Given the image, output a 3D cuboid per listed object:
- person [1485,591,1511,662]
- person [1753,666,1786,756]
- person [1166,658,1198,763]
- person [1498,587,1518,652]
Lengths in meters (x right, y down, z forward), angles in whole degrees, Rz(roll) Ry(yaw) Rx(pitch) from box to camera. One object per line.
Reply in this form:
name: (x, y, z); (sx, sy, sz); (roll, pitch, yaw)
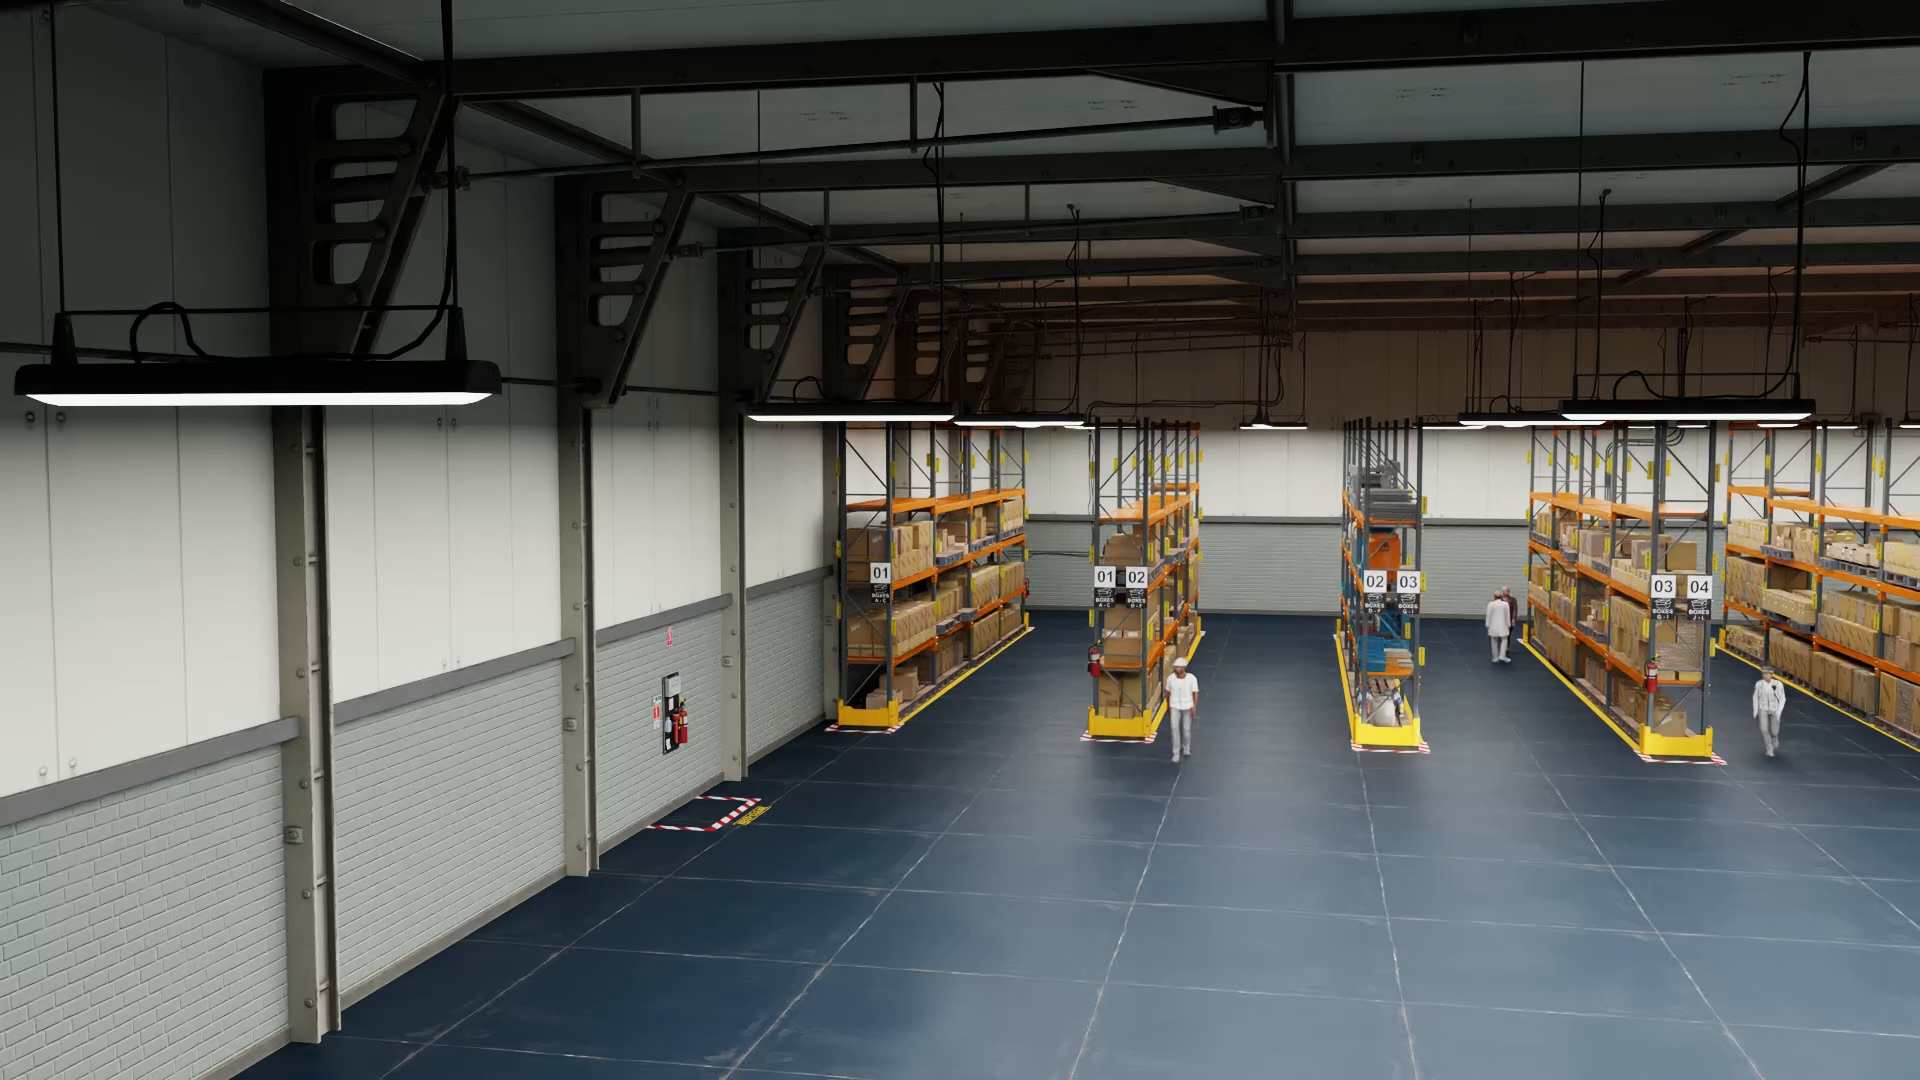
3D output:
person: (13.373, 2.159, 41.333); (0.614, 1.775, 0.610); (1, 4, 12)
person: (14.394, 3.017, 29.644); (0.483, 1.585, 0.663); (2, 4, 32)
person: (3.873, 2.959, 29.116); (0.589, 1.777, 0.814); (1, 4, 15)
person: (14.043, 2.059, 42.756); (0.569, 1.718, 1.103); (1, 4, 14)
